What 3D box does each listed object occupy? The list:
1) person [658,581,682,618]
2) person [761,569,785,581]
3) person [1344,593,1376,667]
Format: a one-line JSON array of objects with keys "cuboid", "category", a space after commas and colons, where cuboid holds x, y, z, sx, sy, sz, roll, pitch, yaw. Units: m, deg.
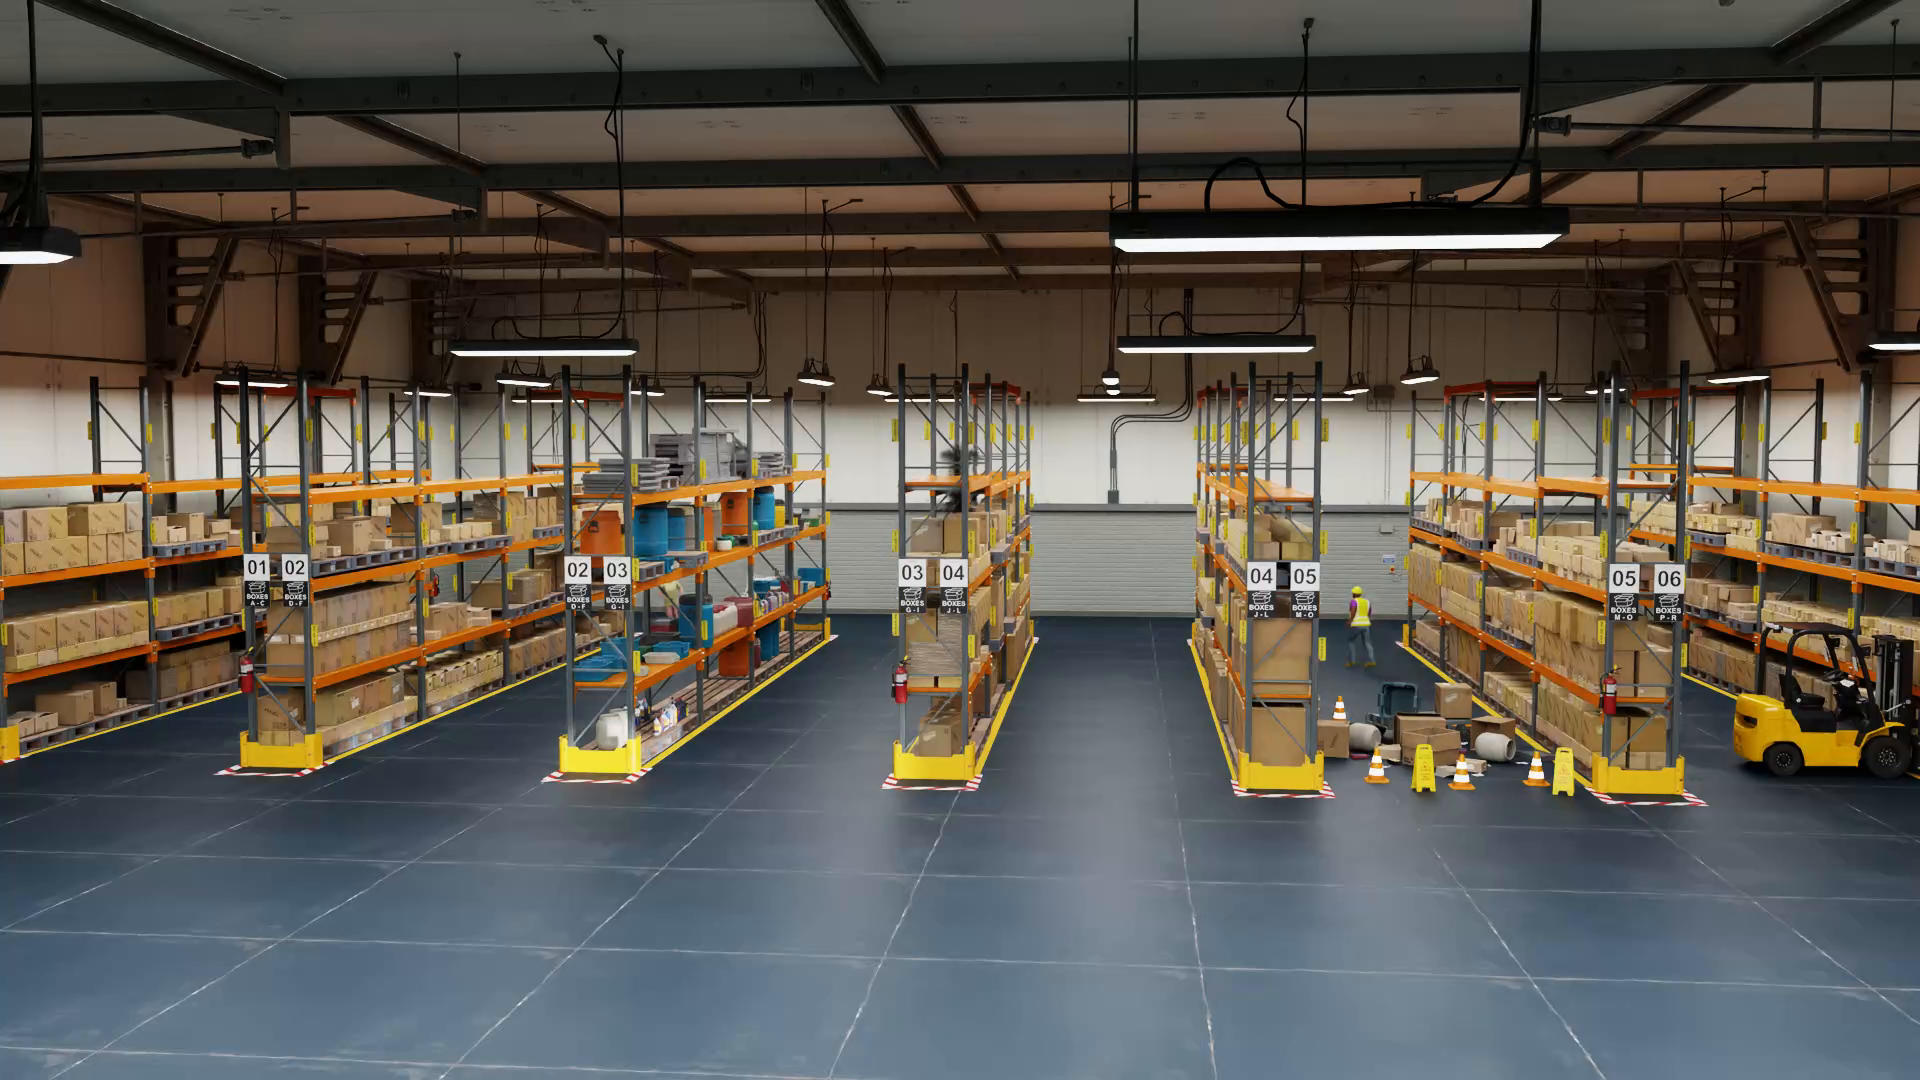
[{"cuboid": [-7.034, 1.597, 40.410, 0.602, 1.697, 0.629, -1, 4, -14], "category": "person"}, {"cuboid": [-4.907, 1.489, 42.985, 1.044, 1.488, 0.626, 2, 4, 32], "category": "person"}, {"cuboid": [8.503, 1.891, 35.354, 0.714, 1.694, 0.982, -1, 4, -17], "category": "person"}]
